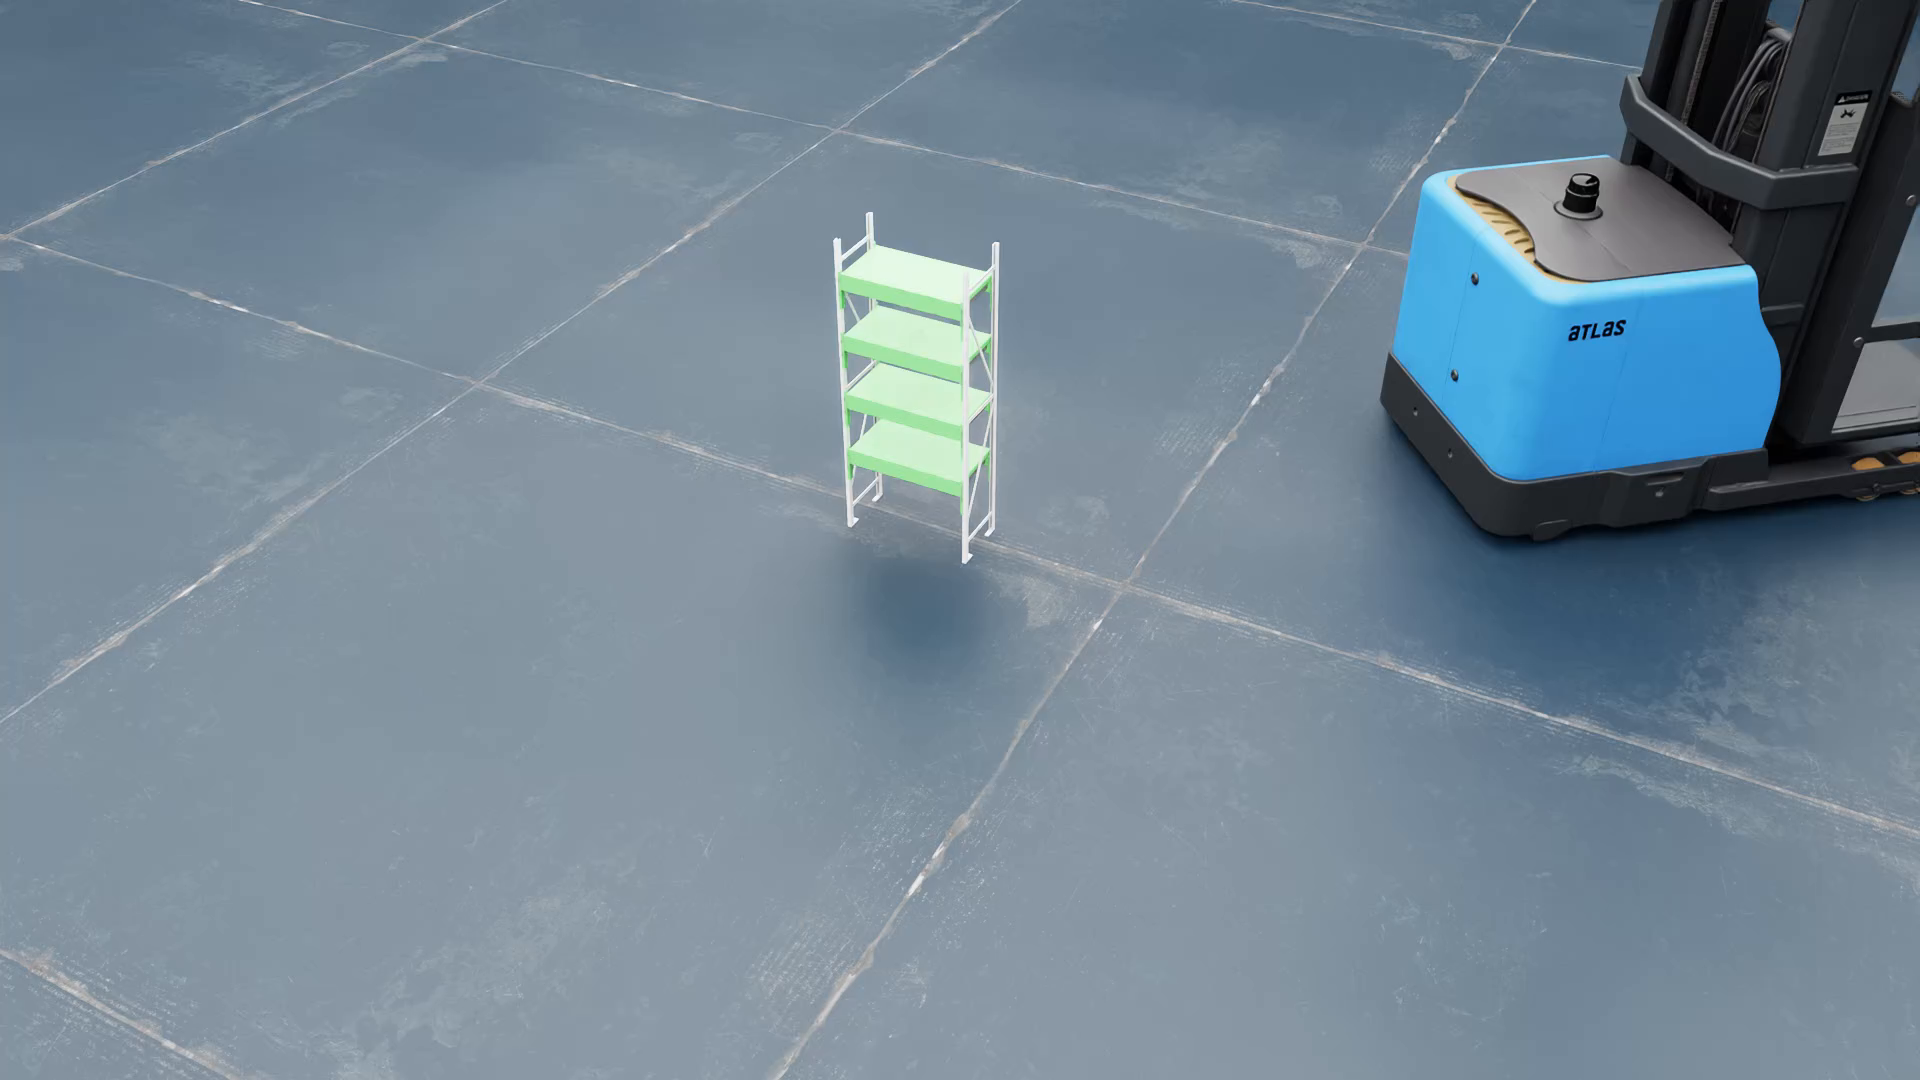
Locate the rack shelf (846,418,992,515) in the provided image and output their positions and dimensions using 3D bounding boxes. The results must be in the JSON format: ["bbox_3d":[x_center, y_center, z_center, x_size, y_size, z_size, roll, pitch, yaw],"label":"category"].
[{"bbox_3d":[-0.147,-0.282,6.132,0.480,0.148,0.258,17,41,21],"label":"rack shelf"}]

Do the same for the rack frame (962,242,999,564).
[{"bbox_3d":[0.070,-0.456,5.858,0.015,1.200,0.240,17,41,21],"label":"rack frame"}]

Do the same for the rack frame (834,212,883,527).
[{"bbox_3d":[-0.364,-0.592,6.037,0.015,1.200,0.240,17,41,21],"label":"rack frame"}]

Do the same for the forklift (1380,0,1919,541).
[{"bbox_3d":[3.312,-1.624,5.965,3.031,2.935,1.130,-8,38,-10],"label":"forklift"}]

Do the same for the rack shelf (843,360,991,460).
[{"bbox_3d":[-0.147,-0.473,5.986,0.480,0.148,0.258,17,41,21],"label":"rack shelf"}]

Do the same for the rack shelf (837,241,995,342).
[{"bbox_3d":[-0.147,-0.855,5.696,0.480,0.148,0.258,17,41,21],"label":"rack shelf"}]

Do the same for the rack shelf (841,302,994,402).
[{"bbox_3d":[-0.147,-0.664,5.841,0.480,0.148,0.258,17,41,21],"label":"rack shelf"}]

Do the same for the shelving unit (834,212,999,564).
[{"bbox_3d":[-0.147,-0.524,5.948,0.503,1.200,0.258,17,41,21],"label":"shelving unit"}]
